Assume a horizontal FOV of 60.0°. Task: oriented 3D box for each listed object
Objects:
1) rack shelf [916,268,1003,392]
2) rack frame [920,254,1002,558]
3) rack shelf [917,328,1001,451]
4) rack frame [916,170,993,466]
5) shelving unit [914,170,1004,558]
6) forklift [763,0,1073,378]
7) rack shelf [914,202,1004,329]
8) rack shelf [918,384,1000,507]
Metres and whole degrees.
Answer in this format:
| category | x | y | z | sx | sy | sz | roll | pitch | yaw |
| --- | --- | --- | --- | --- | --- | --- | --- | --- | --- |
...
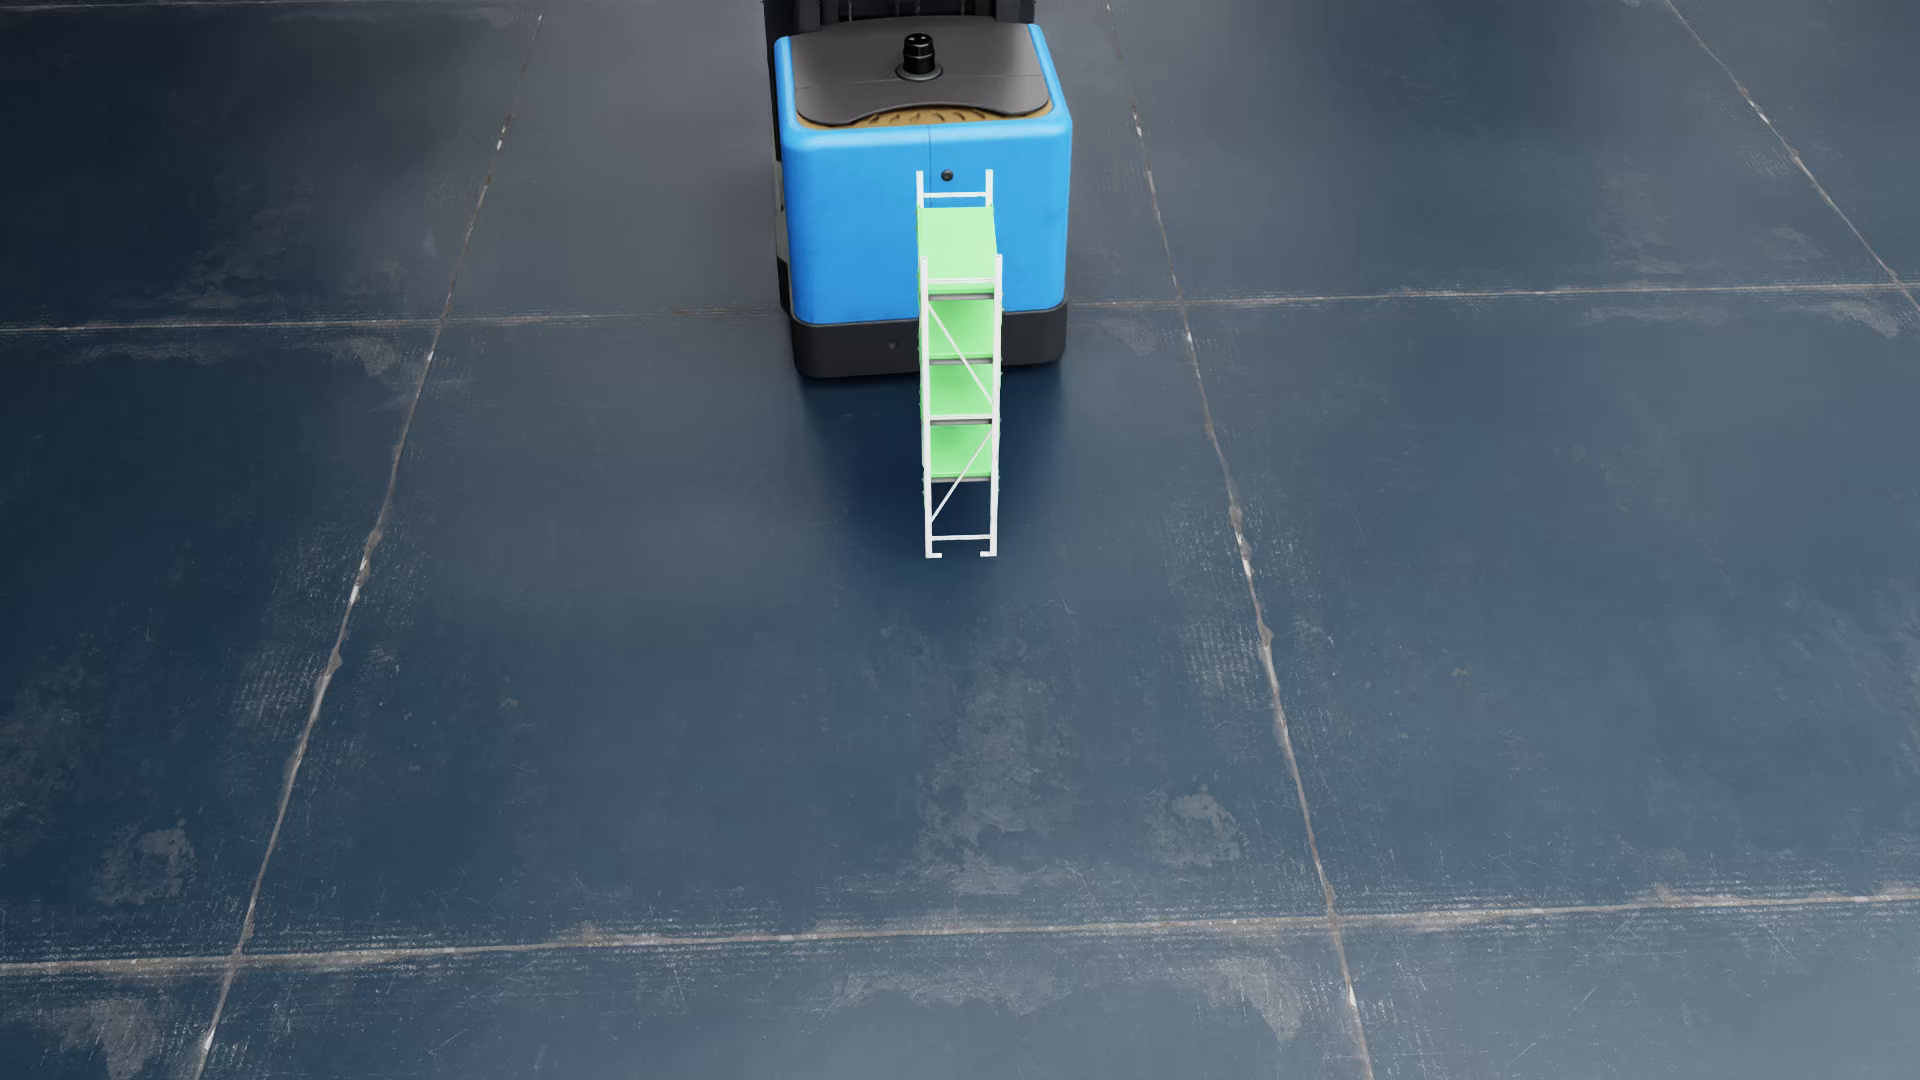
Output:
| category | x | y | z | sx | sy | sz | roll | pitch | yaw |
| --- | --- | --- | --- | --- | --- | --- | --- | --- | --- |
| rack shelf | -0.007 | -0.684 | 5.347 | 0.258 | 0.148 | 0.480 | -2 | 43 | -2 |
| rack frame | 0.003 | -0.389 | 5.287 | 0.240 | 1.200 | 0.015 | -2 | 43 | -2 |
| rack shelf | -0.007 | -0.507 | 5.510 | 0.258 | 0.148 | 0.480 | -2 | 43 | -2 |
| rack frame | -0.017 | -0.719 | 5.646 | 0.240 | 1.200 | 0.015 | -2 | 43 | -2 |
| shelving unit | -0.007 | -0.554 | 5.466 | 0.258 | 1.200 | 0.503 | -2 | 43 | -2 |
| forklift | -0.273 | -2.690 | 6.515 | 1.130 | 2.935 | 3.031 | -4 | 43 | -5 |
| rack shelf | -0.007 | -0.861 | 5.185 | 0.258 | 0.148 | 0.480 | -2 | 43 | -2 |
| rack shelf | -0.007 | -0.330 | 5.672 | 0.258 | 0.148 | 0.480 | -2 | 43 | -2 |
